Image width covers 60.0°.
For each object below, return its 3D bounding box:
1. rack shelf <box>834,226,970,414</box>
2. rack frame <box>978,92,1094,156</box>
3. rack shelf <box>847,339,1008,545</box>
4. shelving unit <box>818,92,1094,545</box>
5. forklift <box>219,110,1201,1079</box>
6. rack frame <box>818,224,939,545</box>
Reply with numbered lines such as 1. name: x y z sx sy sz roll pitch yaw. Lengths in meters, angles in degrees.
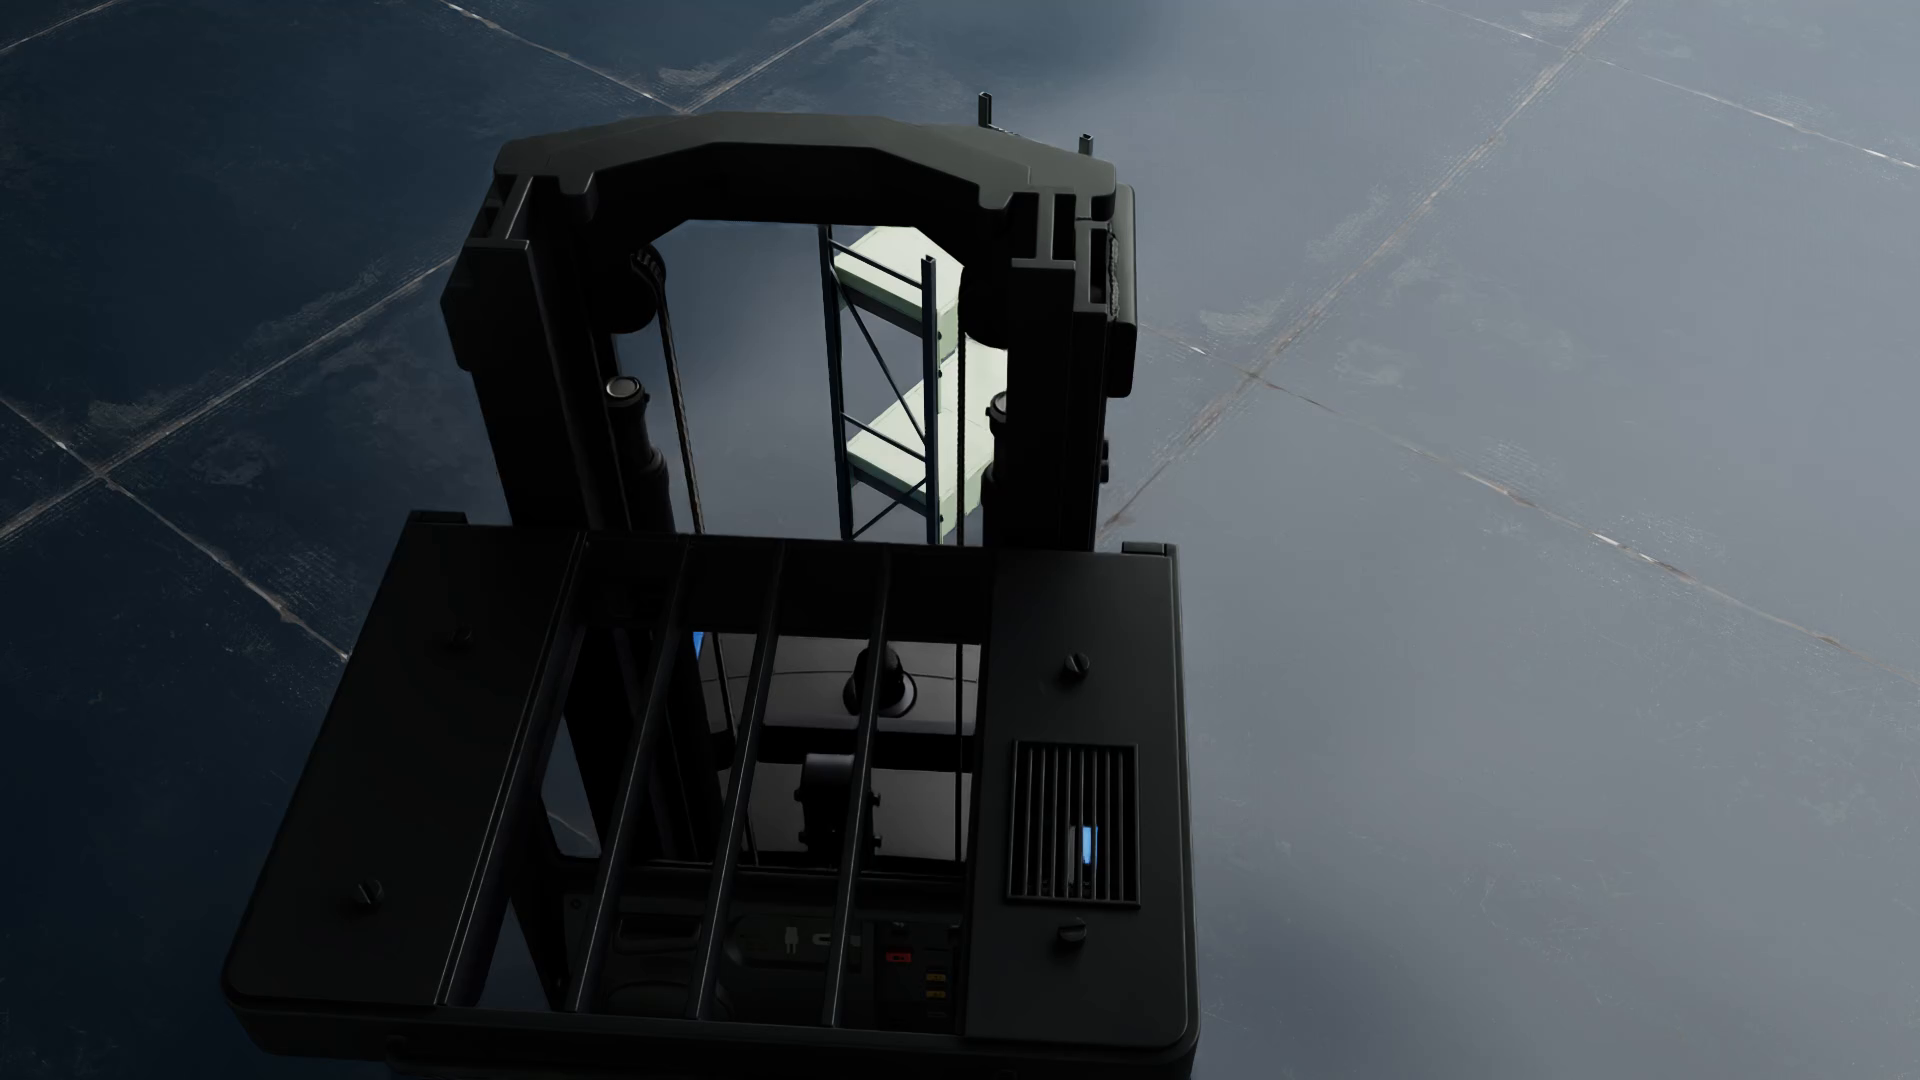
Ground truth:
1. rack shelf: -0.004 -0.784 4.922 0.431 0.370 0.720 29 53 25
2. rack frame: 0.220 -0.724 5.404 0.400 1.500 0.023 29 53 25
3. rack shelf: -0.004 -0.289 5.440 0.431 0.370 0.720 29 53 25
4. shelving unit: -0.004 -0.514 5.204 0.431 1.500 0.755 29 53 25
5. forklift: -0.255 0.911 2.853 1.130 2.935 3.031 3 46 2
6. rack frame: -0.228 -0.305 5.004 0.400 1.500 0.023 29 53 25
